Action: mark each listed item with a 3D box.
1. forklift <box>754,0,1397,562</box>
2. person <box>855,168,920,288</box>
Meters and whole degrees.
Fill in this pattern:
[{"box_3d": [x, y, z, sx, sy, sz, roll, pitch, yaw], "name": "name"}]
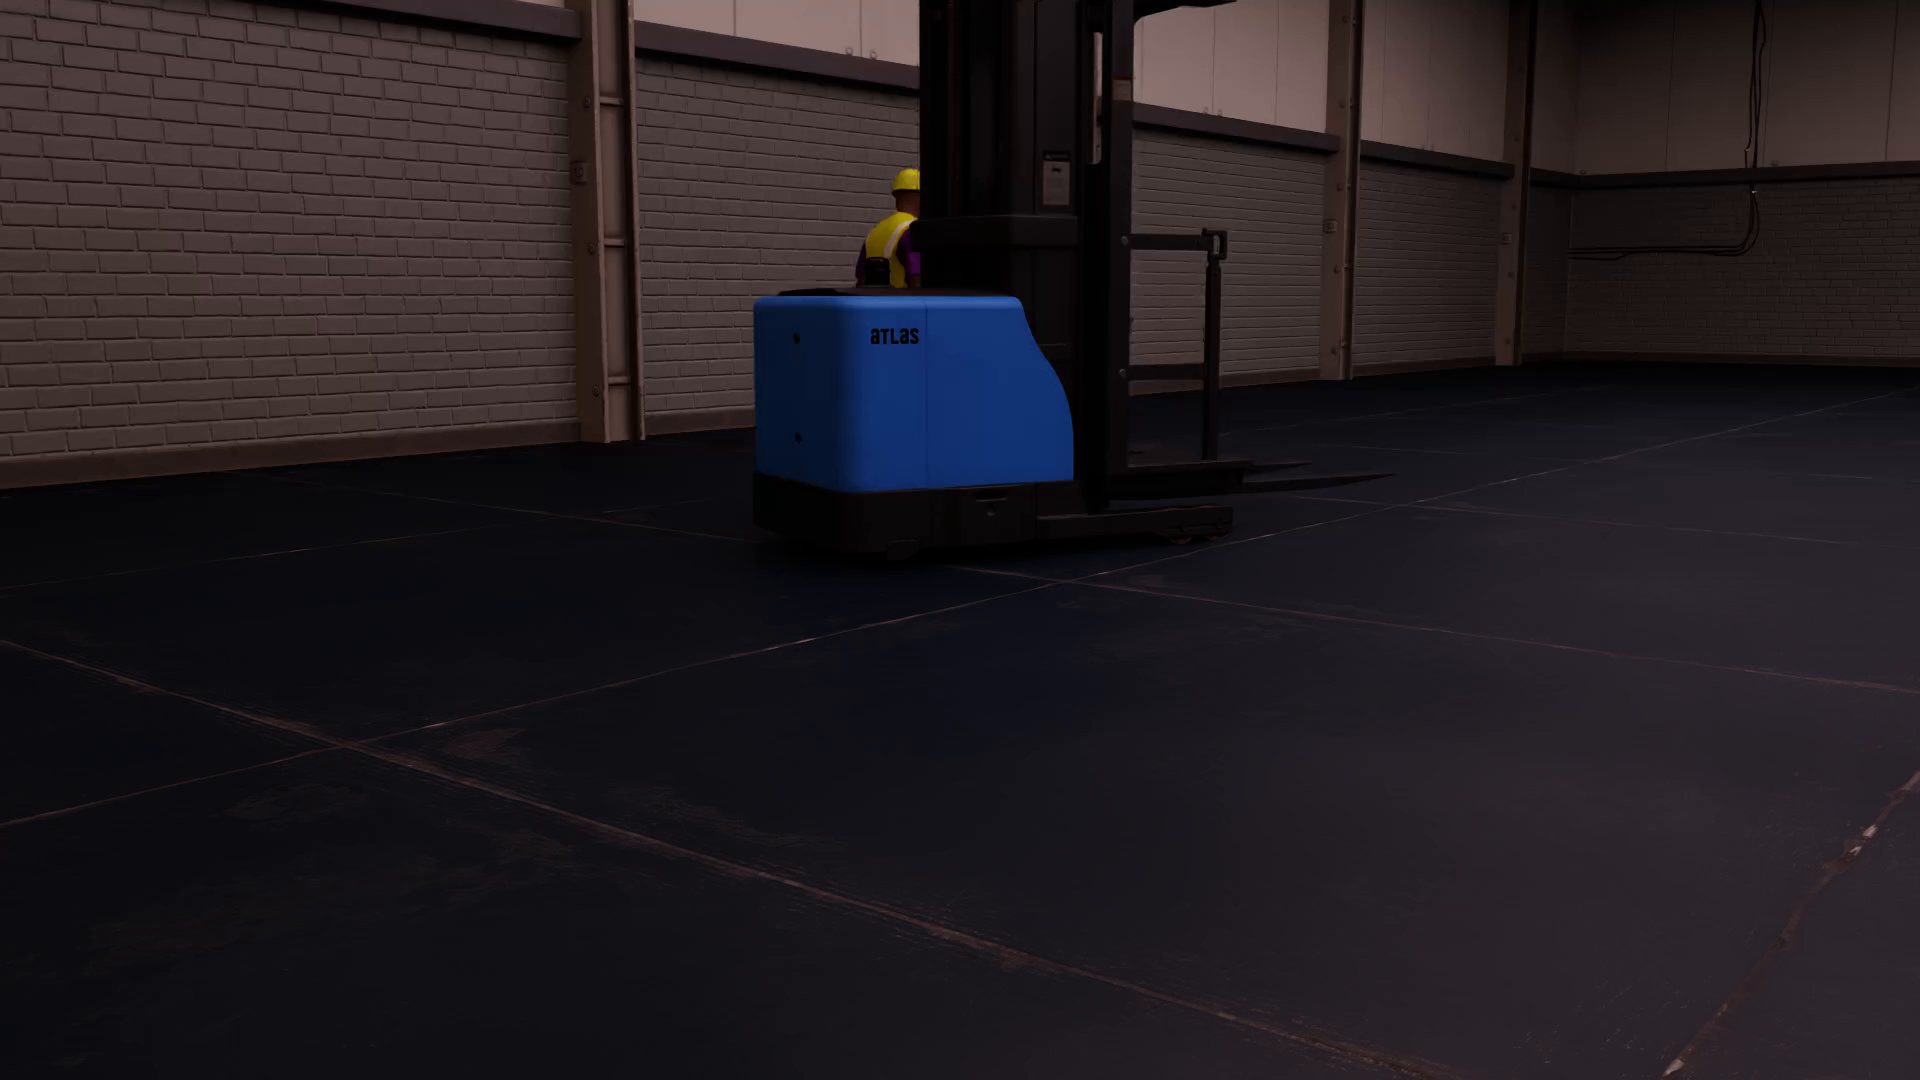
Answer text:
[{"box_3d": [0.633, -1.491, 7.474, 3.031, 2.935, 1.130, -4, 9, -28], "name": "forklift"}, {"box_3d": [-0.294, -1.073, 8.755, 0.442, 1.733, 0.864, -5, 10, -30], "name": "person"}]
